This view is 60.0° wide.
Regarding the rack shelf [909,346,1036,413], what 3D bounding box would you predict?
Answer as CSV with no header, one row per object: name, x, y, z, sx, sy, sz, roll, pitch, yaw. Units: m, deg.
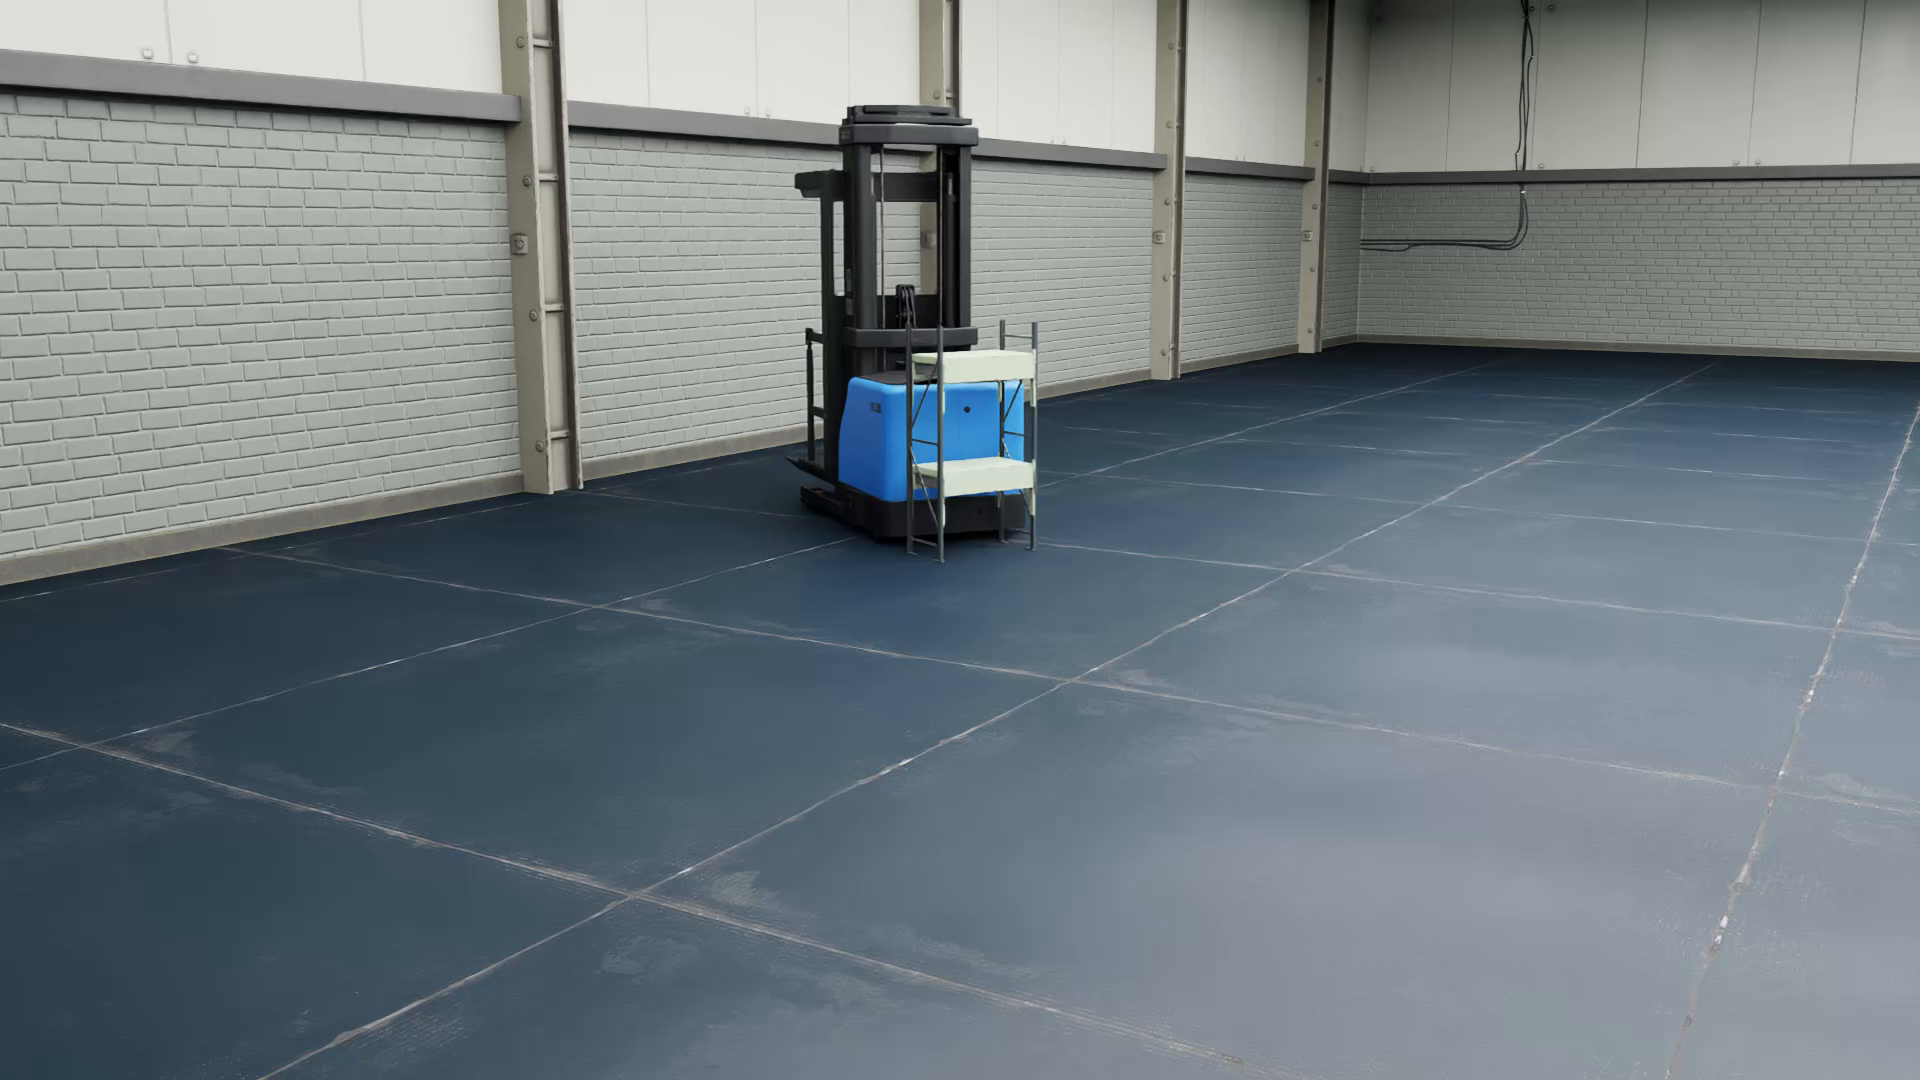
rack shelf,0.078,-1.042,10.738,0.720,0.370,0.431,-7,13,-33

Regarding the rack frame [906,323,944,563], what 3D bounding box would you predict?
rack frame,-0.226,-0.621,10.609,0.023,1.500,0.400,-7,13,-33

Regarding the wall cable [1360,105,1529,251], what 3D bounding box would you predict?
wall cable,8.683,-6.476,29.944,3.097,2.526,0.112,6,12,31

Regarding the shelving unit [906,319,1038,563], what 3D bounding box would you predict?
shelving unit,0.078,-0.658,10.809,0.755,1.500,0.431,-7,13,-33

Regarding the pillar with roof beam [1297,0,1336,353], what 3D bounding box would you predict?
pillar with roof beam,9.703,-7.254,25.661,9.100,9.000,0.400,6,12,31

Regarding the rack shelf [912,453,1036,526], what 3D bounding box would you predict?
rack shelf,0.078,-0.338,10.869,0.720,0.370,0.431,-7,13,-33

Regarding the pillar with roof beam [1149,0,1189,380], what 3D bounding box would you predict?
pillar with roof beam,6.588,-6.310,20.621,9.100,9.000,0.400,6,12,31

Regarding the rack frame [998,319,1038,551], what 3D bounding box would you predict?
rack frame,0.382,-0.696,11.010,0.023,1.500,0.400,-7,13,-33

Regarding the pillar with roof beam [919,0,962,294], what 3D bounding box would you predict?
pillar with roof beam,3.473,-5.367,15.580,9.100,9.000,0.400,6,12,31

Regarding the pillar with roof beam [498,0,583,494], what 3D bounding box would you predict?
pillar with roof beam,0.357,-4.423,10.540,9.100,9.000,0.400,6,12,31

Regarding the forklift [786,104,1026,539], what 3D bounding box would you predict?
forklift,-0.569,-1.677,12.362,1.130,2.935,3.031,-4,11,-22

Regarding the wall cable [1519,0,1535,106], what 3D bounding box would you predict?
wall cable,10.995,-8.700,28.099,3.097,2.526,0.112,6,12,31
